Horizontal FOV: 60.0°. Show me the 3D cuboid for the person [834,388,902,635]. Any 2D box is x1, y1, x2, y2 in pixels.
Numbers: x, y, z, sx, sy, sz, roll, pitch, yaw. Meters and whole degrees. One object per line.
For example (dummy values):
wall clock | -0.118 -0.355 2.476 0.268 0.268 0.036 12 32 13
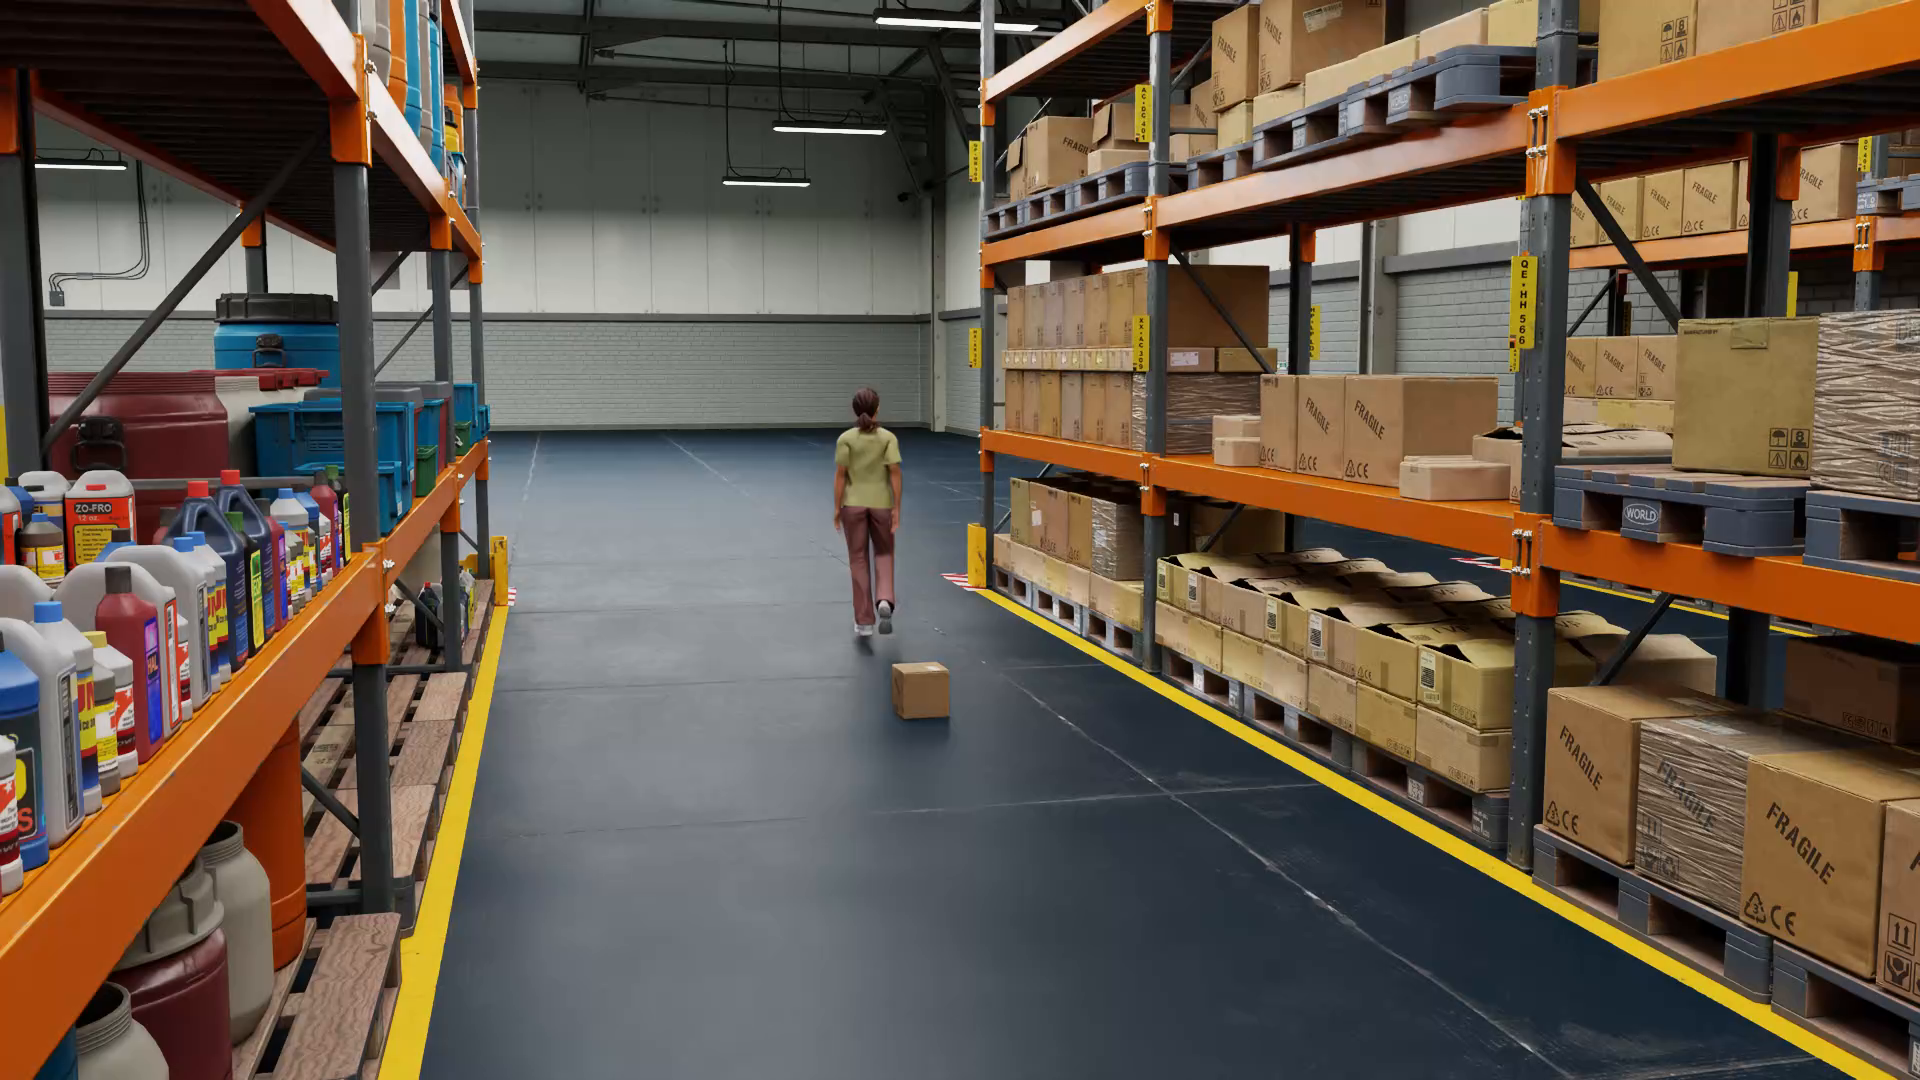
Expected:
person | -0.626 -0.188 11.217 0.448 1.676 0.467 -1 6 -9
